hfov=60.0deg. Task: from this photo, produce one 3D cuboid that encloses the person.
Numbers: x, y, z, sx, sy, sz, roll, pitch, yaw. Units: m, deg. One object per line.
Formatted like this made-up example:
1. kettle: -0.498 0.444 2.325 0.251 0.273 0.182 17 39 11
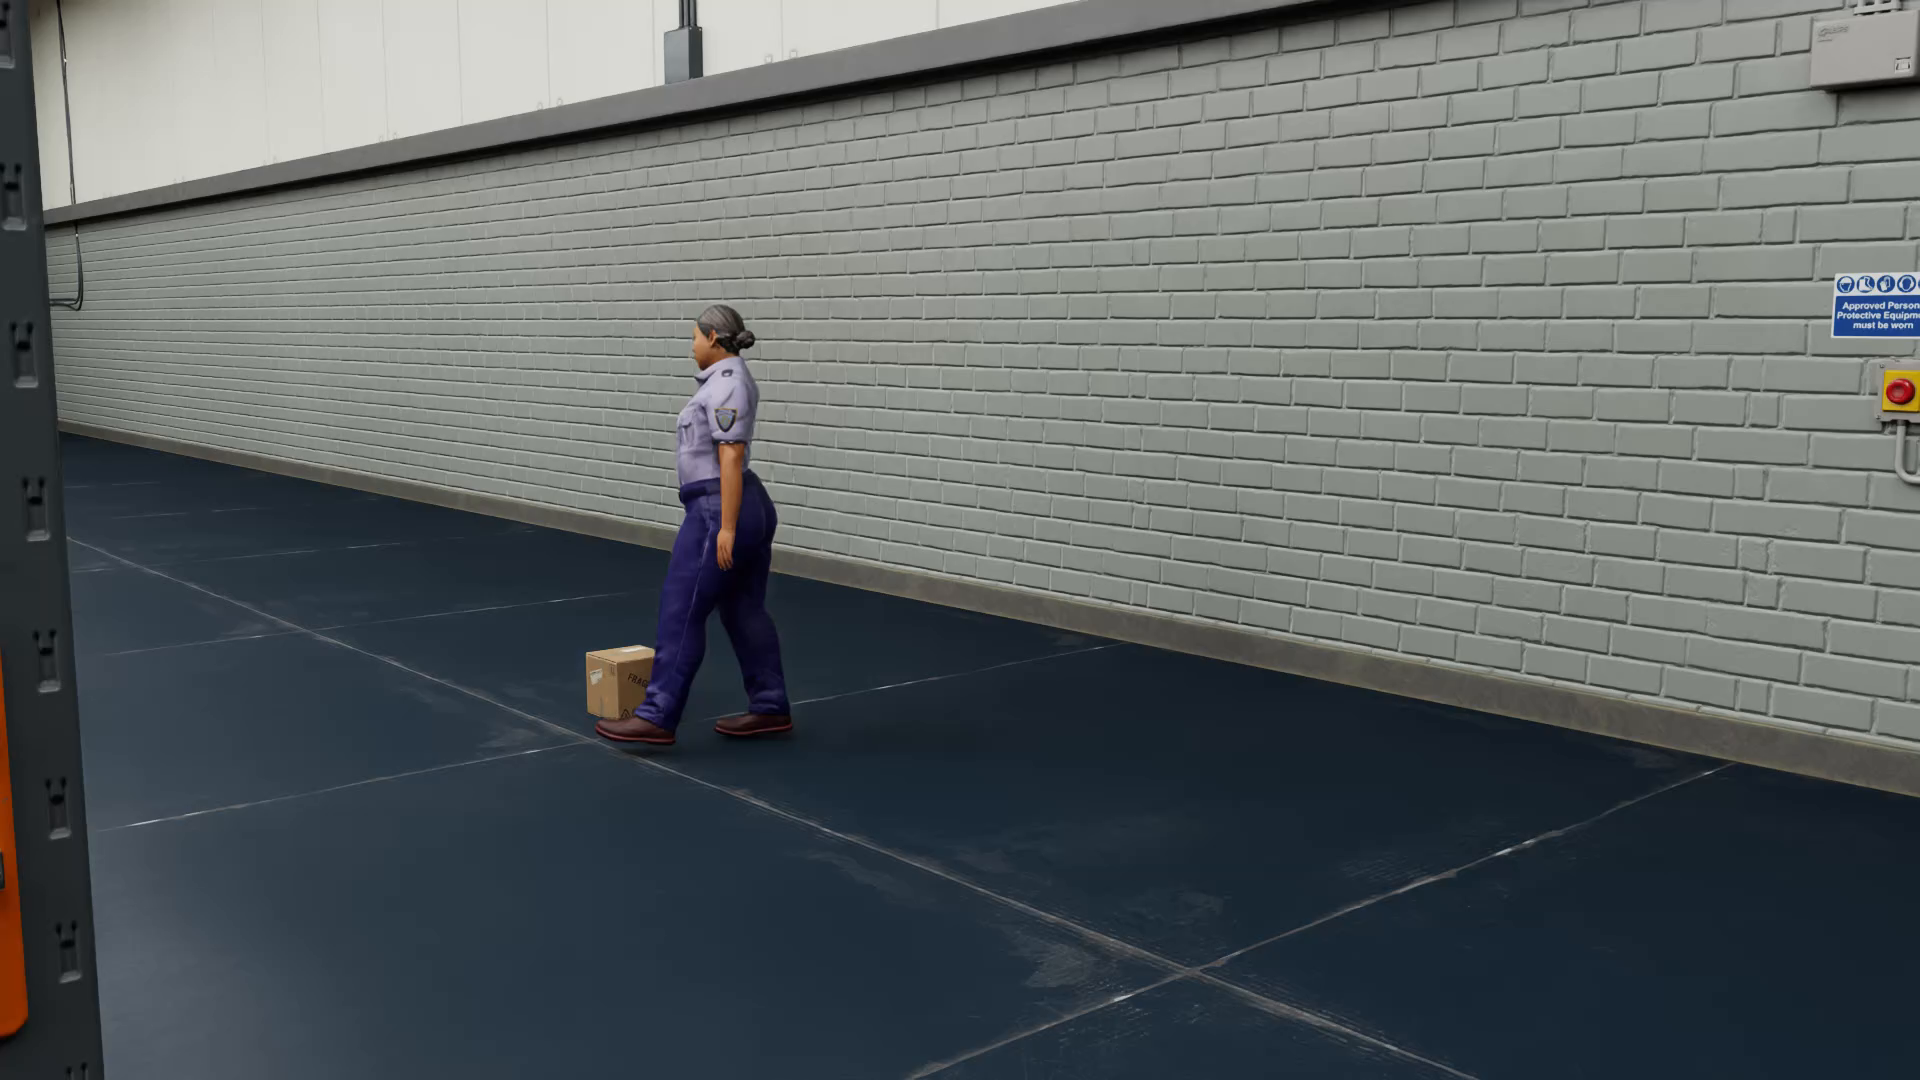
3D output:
1. person: -0.991 -0.060 6.230 0.691 1.631 0.524 1 8 4
